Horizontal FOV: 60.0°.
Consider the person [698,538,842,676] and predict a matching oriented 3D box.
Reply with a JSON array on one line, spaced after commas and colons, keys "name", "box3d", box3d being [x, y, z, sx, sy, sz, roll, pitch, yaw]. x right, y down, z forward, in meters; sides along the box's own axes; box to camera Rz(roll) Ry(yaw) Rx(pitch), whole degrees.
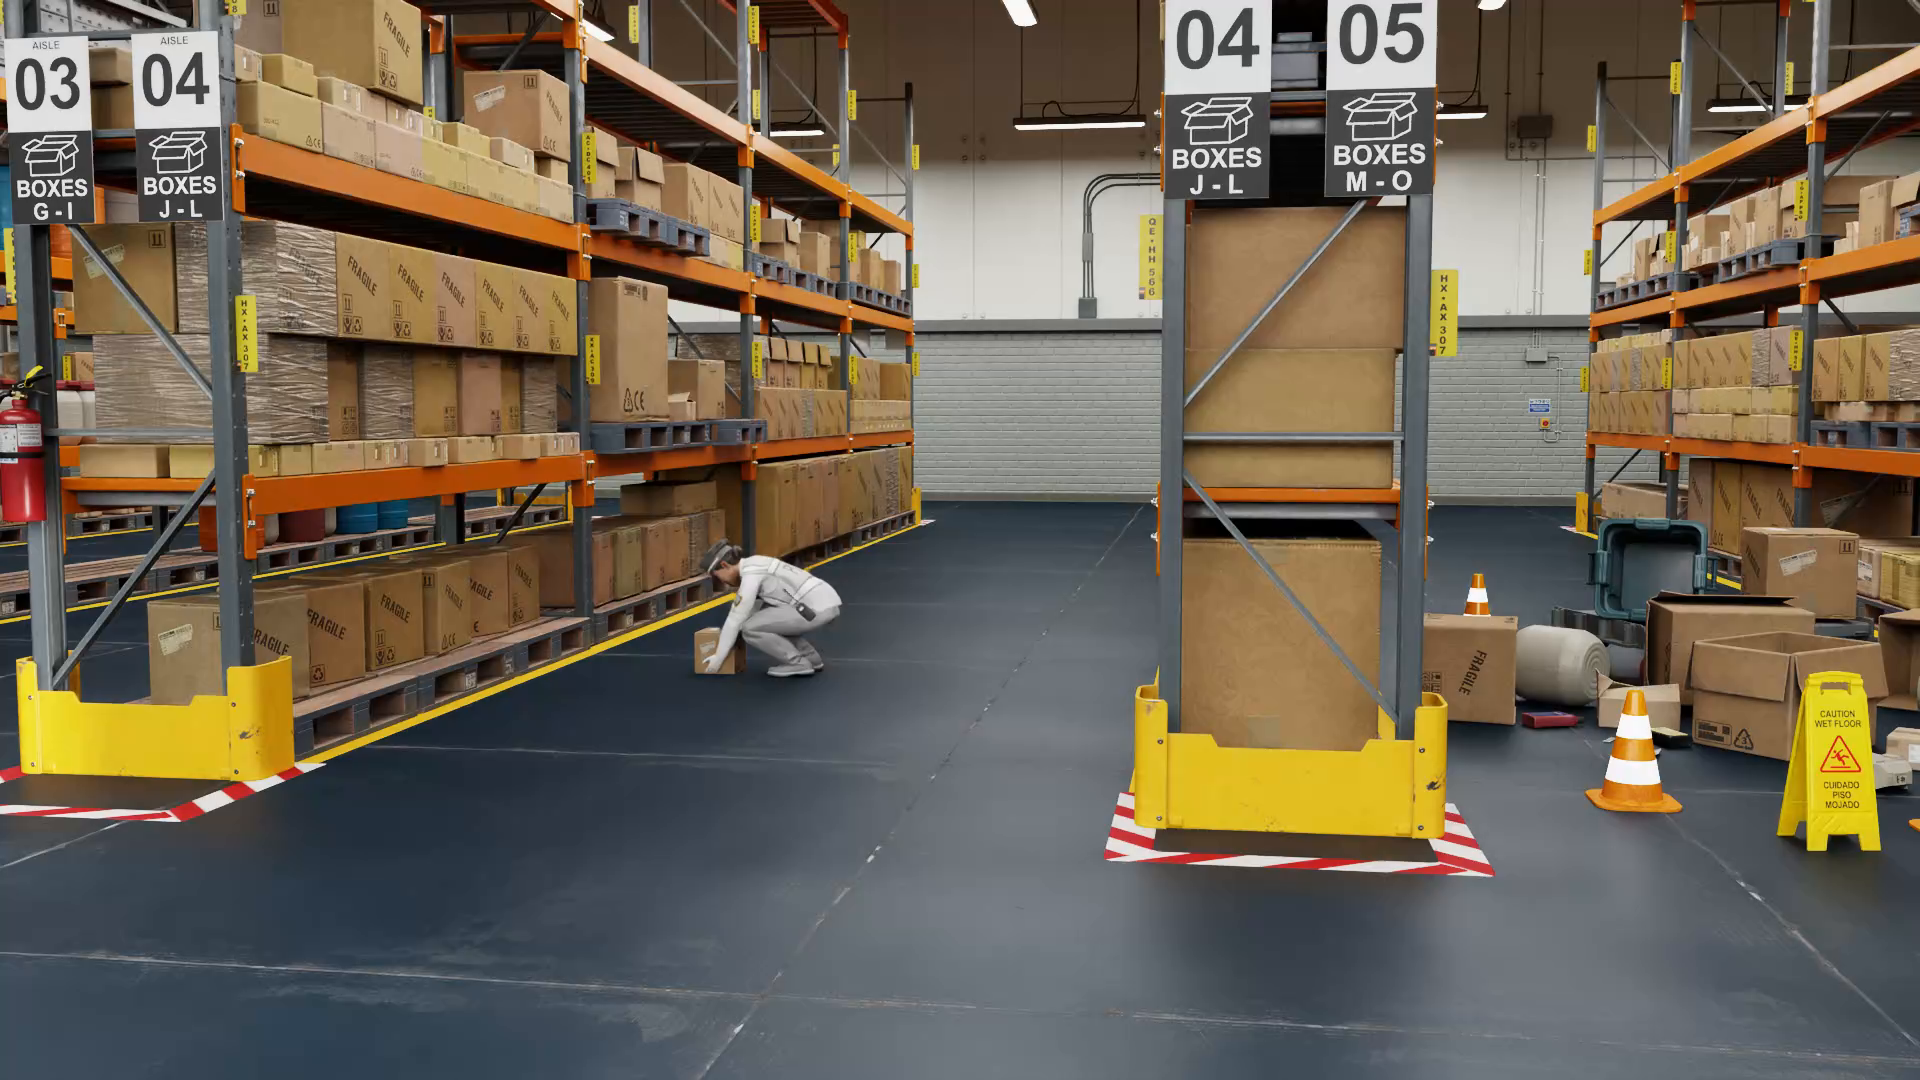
[{"name": "person", "box3d": [-1.163, 0.410, 10.143, 0.863, 0.850, 0.477, 1, 5, 9]}]
